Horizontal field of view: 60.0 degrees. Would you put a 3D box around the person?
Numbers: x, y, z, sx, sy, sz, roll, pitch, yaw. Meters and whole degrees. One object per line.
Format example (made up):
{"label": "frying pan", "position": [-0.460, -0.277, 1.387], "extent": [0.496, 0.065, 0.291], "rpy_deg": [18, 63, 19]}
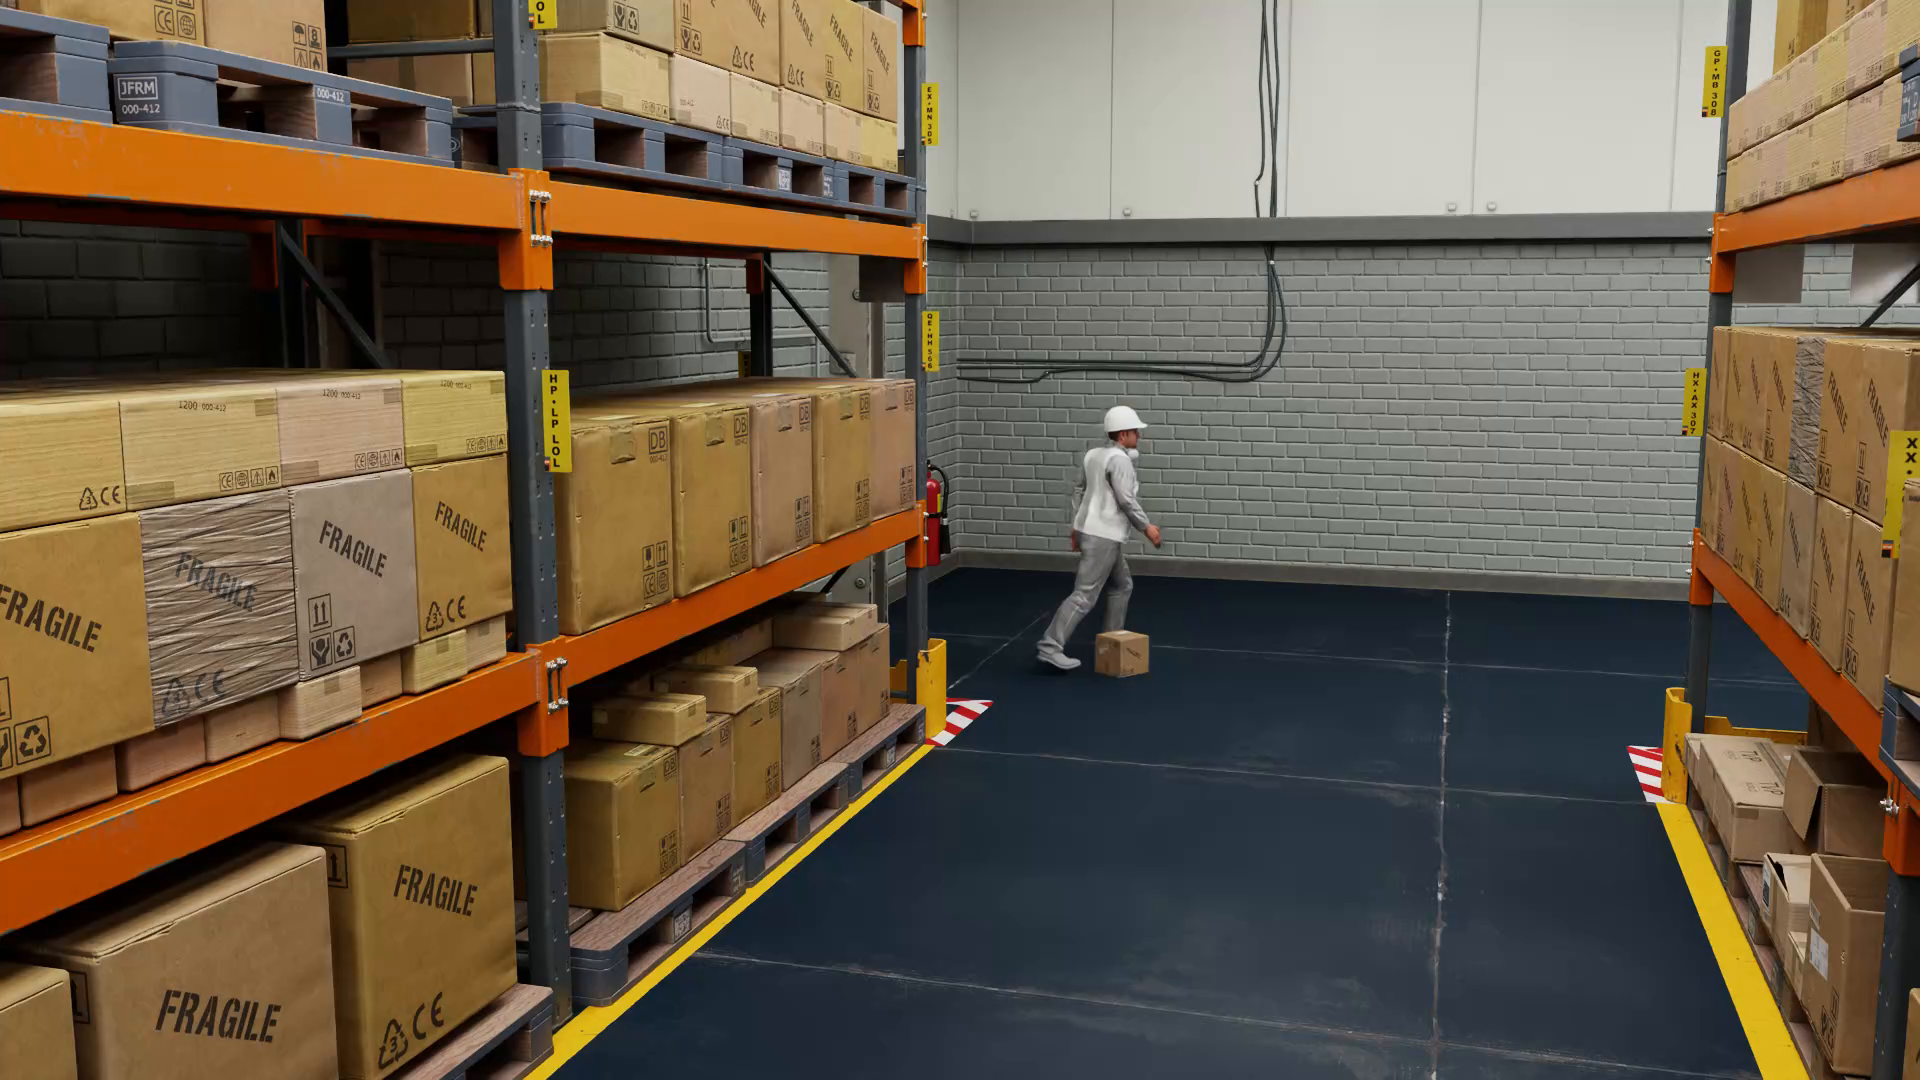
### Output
{"label": "person", "position": [0.881, -0.025, 11.014], "extent": [0.848, 1.713, 0.649], "rpy_deg": [-2, 8, -12]}
